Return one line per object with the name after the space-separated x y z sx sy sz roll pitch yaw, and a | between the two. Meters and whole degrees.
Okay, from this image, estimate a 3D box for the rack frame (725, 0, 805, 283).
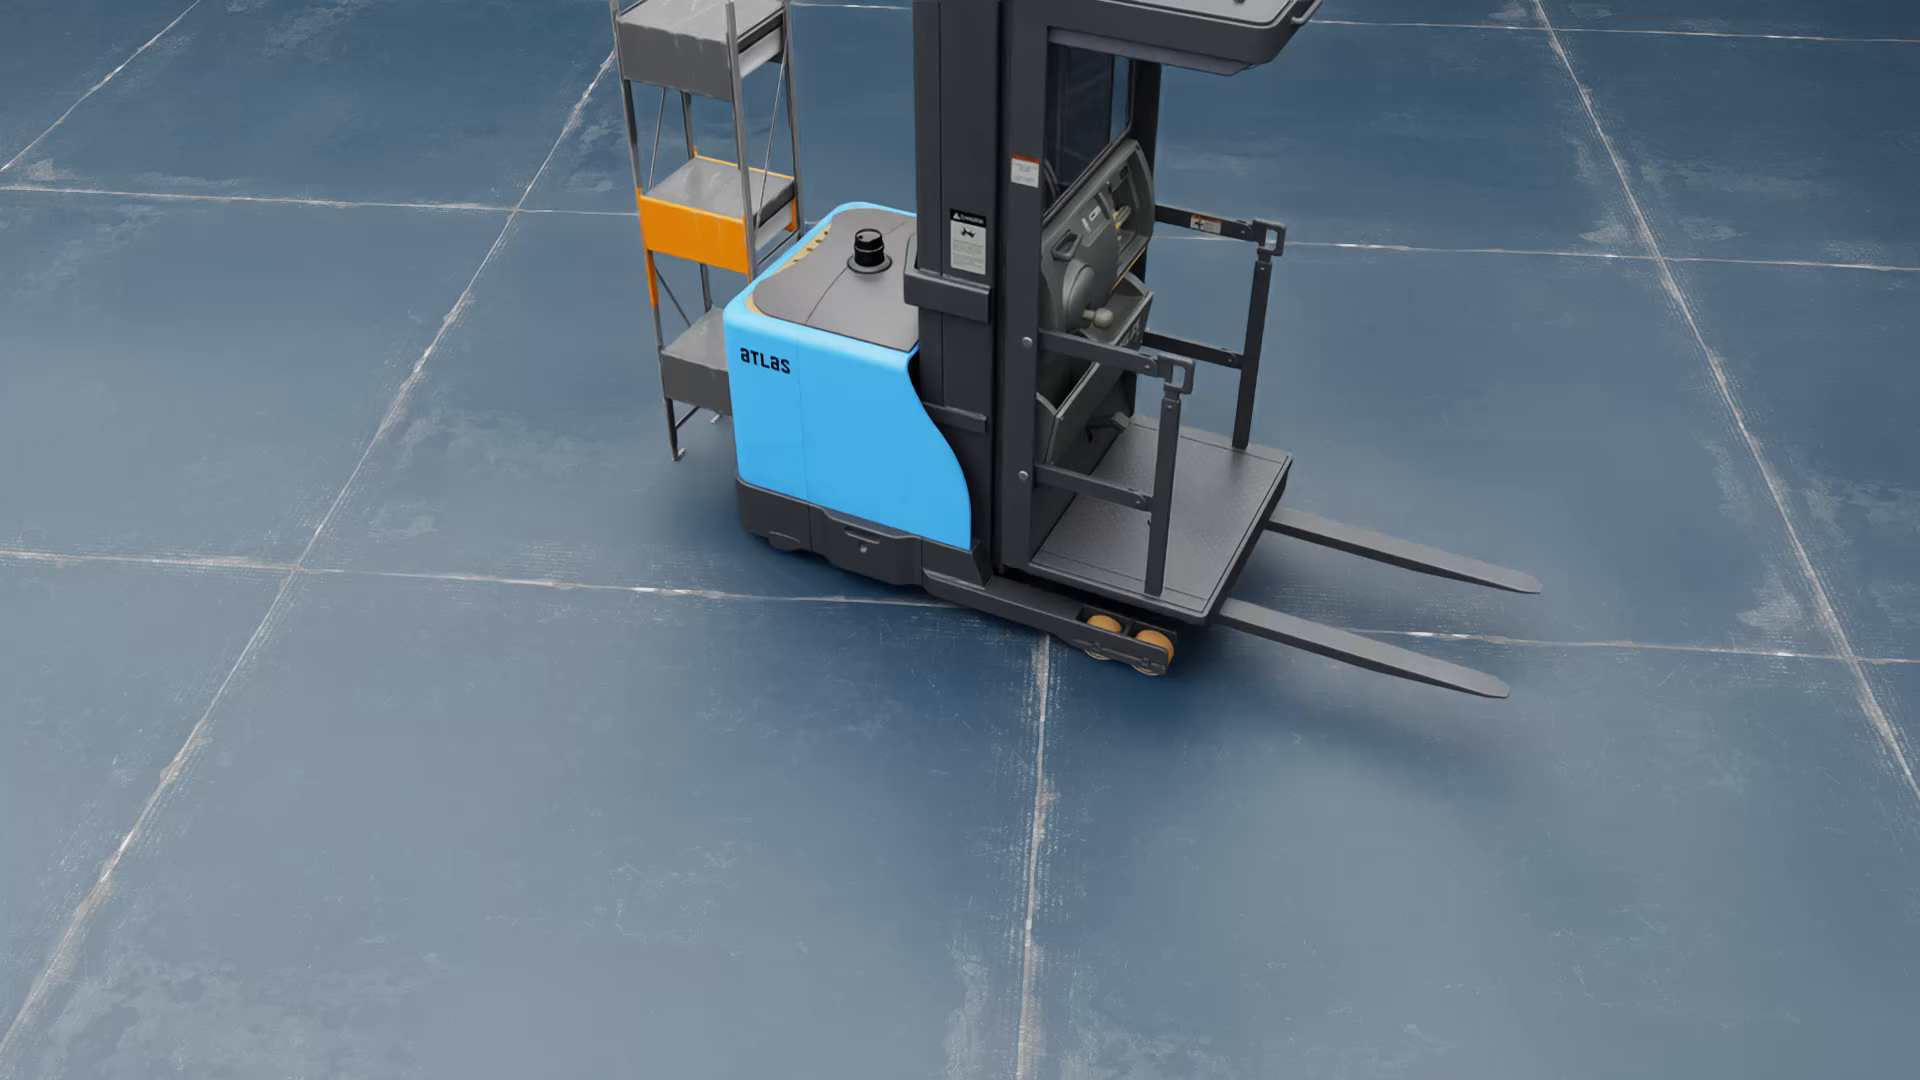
-0.710 -1.132 6.478 0.015 2.100 0.400 17 42 20 | rack frame

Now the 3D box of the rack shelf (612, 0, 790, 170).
-0.930 -1.731 6.126 0.480 0.518 0.431 17 42 20 | rack shelf

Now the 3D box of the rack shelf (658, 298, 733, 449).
-0.930 -0.645 7.010 0.480 0.518 0.431 17 42 20 | rack shelf

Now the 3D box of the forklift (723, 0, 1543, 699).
0.665 -1.023 5.685 3.031 2.935 1.130 17 42 20 | forklift

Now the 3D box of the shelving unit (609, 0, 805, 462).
-0.930 -1.199 6.560 0.503 2.100 0.431 17 42 20 | shelving unit

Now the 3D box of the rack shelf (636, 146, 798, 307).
-0.930 -1.188 6.568 0.480 0.518 0.431 17 42 20 | rack shelf

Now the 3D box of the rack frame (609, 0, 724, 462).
-1.150 -1.265 6.641 0.015 2.100 0.400 17 42 20 | rack frame
